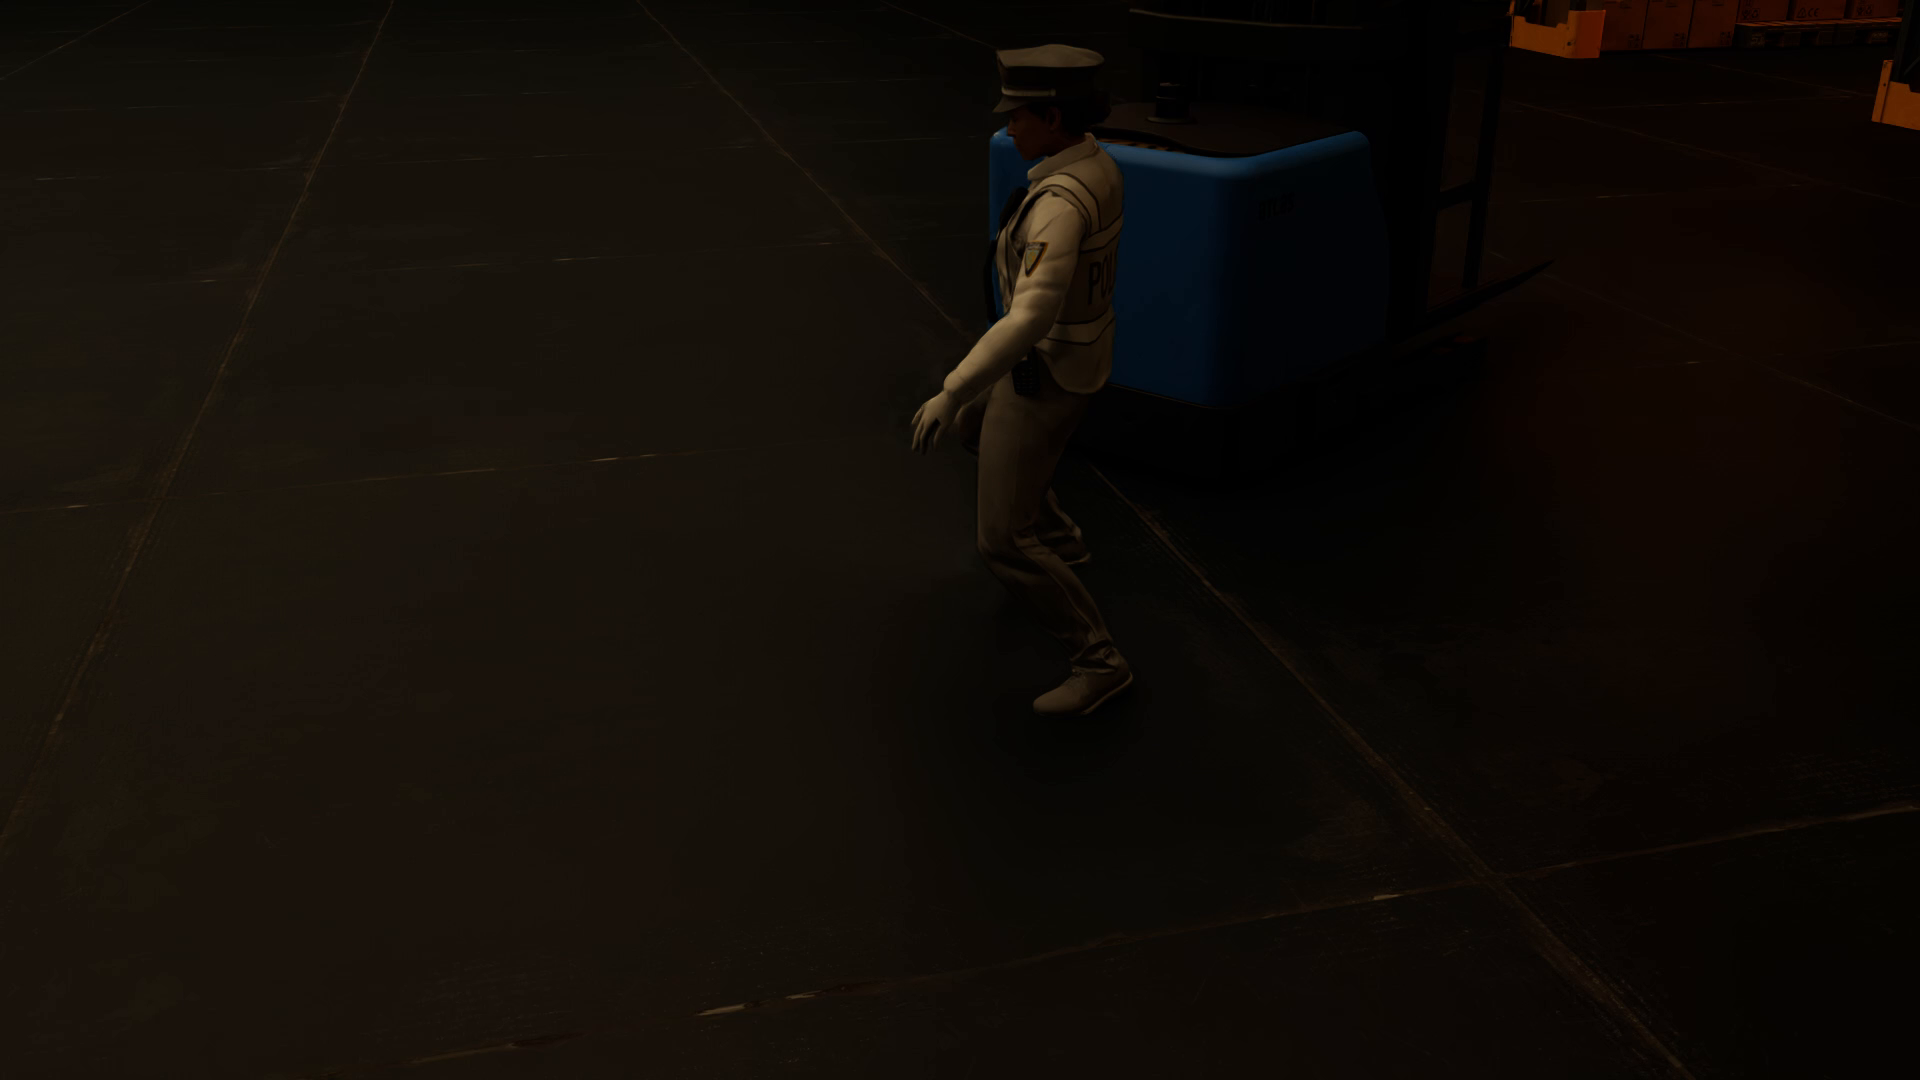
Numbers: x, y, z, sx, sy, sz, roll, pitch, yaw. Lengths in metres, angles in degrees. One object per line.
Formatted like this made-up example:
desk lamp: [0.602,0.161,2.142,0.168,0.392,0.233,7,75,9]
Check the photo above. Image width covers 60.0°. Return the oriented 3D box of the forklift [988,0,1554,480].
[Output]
forklift: [1.423,-2.042,6.107,1.130,2.935,3.031,19,29,37]

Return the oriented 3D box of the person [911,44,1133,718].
person: [0.199,-0.422,4.111,0.612,1.558,0.869,7,24,16]
